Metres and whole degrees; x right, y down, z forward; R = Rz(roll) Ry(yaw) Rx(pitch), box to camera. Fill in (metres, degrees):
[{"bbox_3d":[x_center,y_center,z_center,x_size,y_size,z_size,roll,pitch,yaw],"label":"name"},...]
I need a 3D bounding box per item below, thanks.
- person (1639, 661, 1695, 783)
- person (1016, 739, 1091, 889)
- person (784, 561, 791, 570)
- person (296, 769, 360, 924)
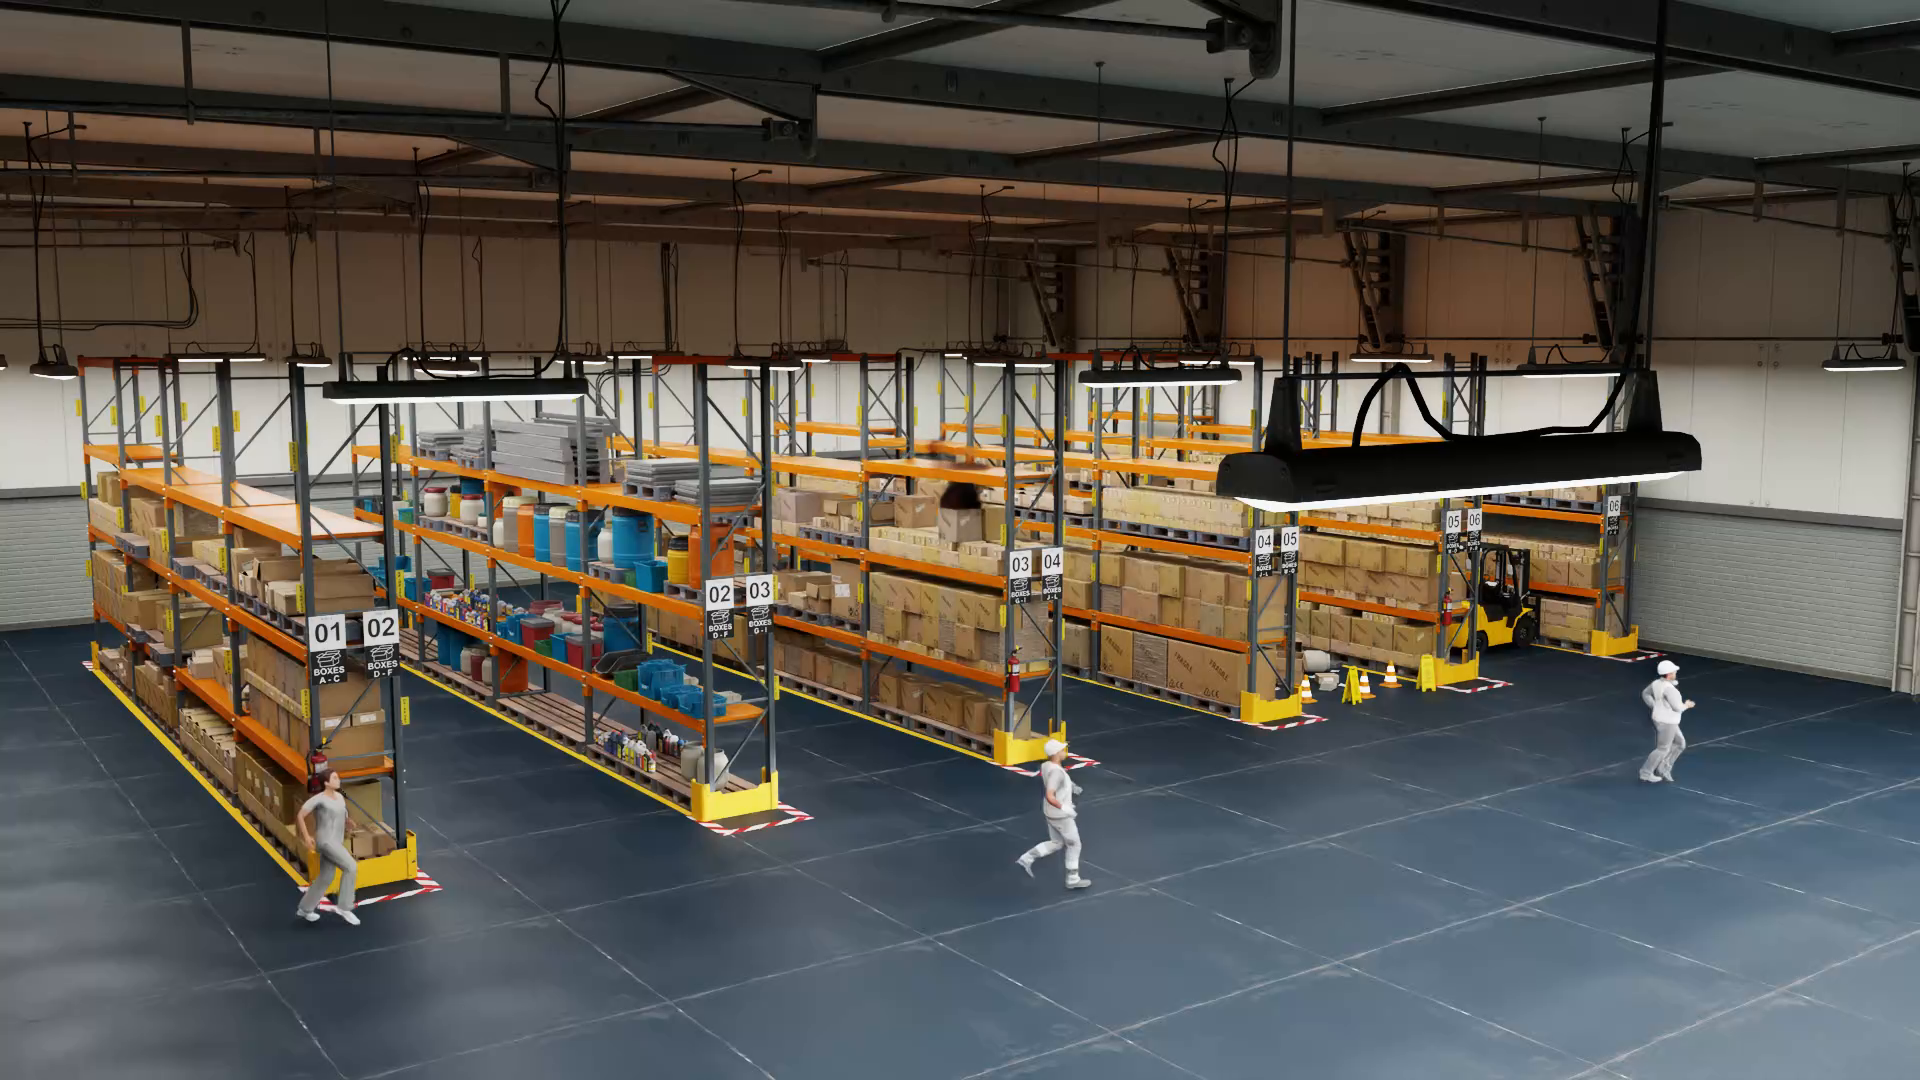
[{"bbox_3d":[10.042,2.601,23.620,0.721,1.806,0.625,1,7,8],"label":"person"},{"bbox_3d":[1.092,3.151,19.090,0.868,1.760,0.669,-1,7,-11],"label":"person"},{"bbox_3d":[-3.617,1.292,34.868,0.583,1.720,0.691,-6,9,-40],"label":"person"},{"bbox_3d":[-6.842,3.313,18.119,0.732,1.652,0.567,1,7,5],"label":"person"}]
